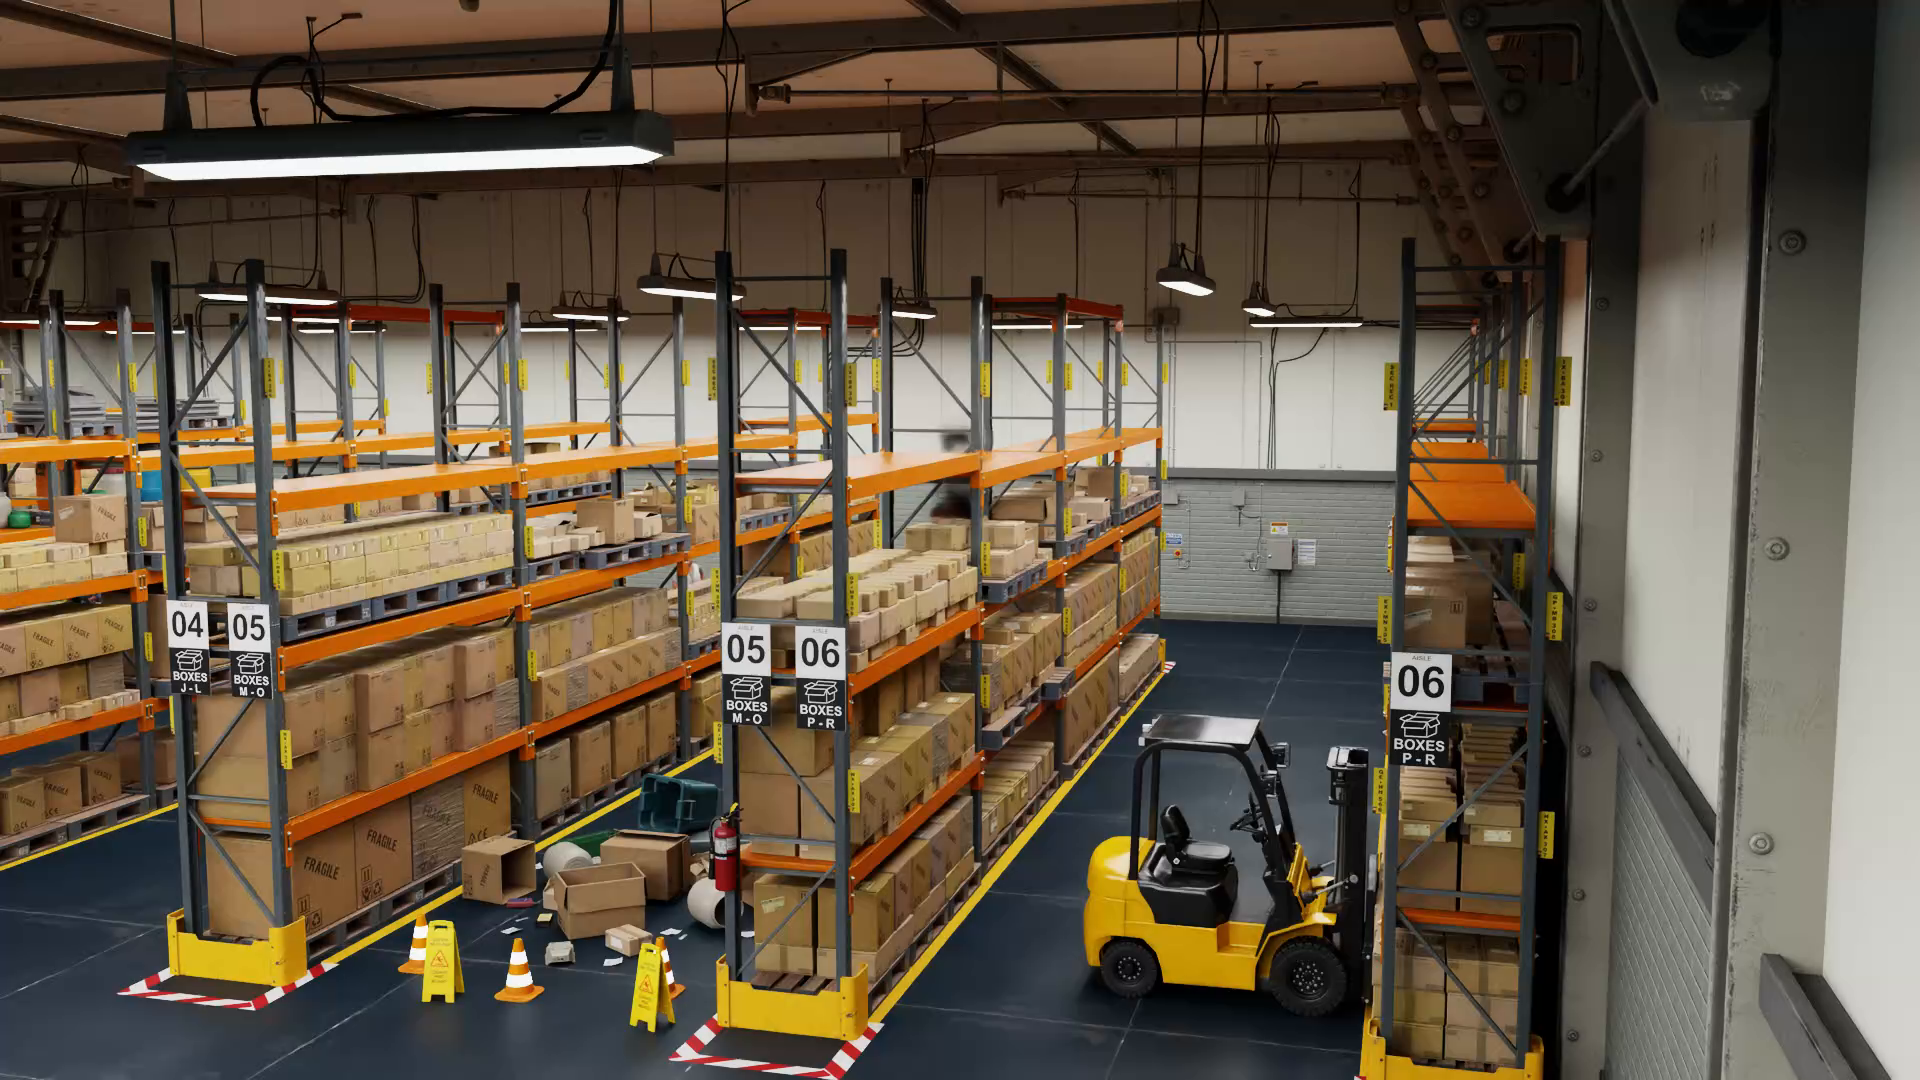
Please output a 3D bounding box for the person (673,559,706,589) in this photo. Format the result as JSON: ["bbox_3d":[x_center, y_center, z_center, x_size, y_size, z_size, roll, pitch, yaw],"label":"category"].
[{"bbox_3d":[-4.967,1.063,30.819,0.737,1.757,0.643,-2,6,-19],"label":"person"}]

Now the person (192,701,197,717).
[{"bbox_3d":[-10.513,1.930,22.829,0.584,1.689,0.774,1,6,9],"label":"person"}]
